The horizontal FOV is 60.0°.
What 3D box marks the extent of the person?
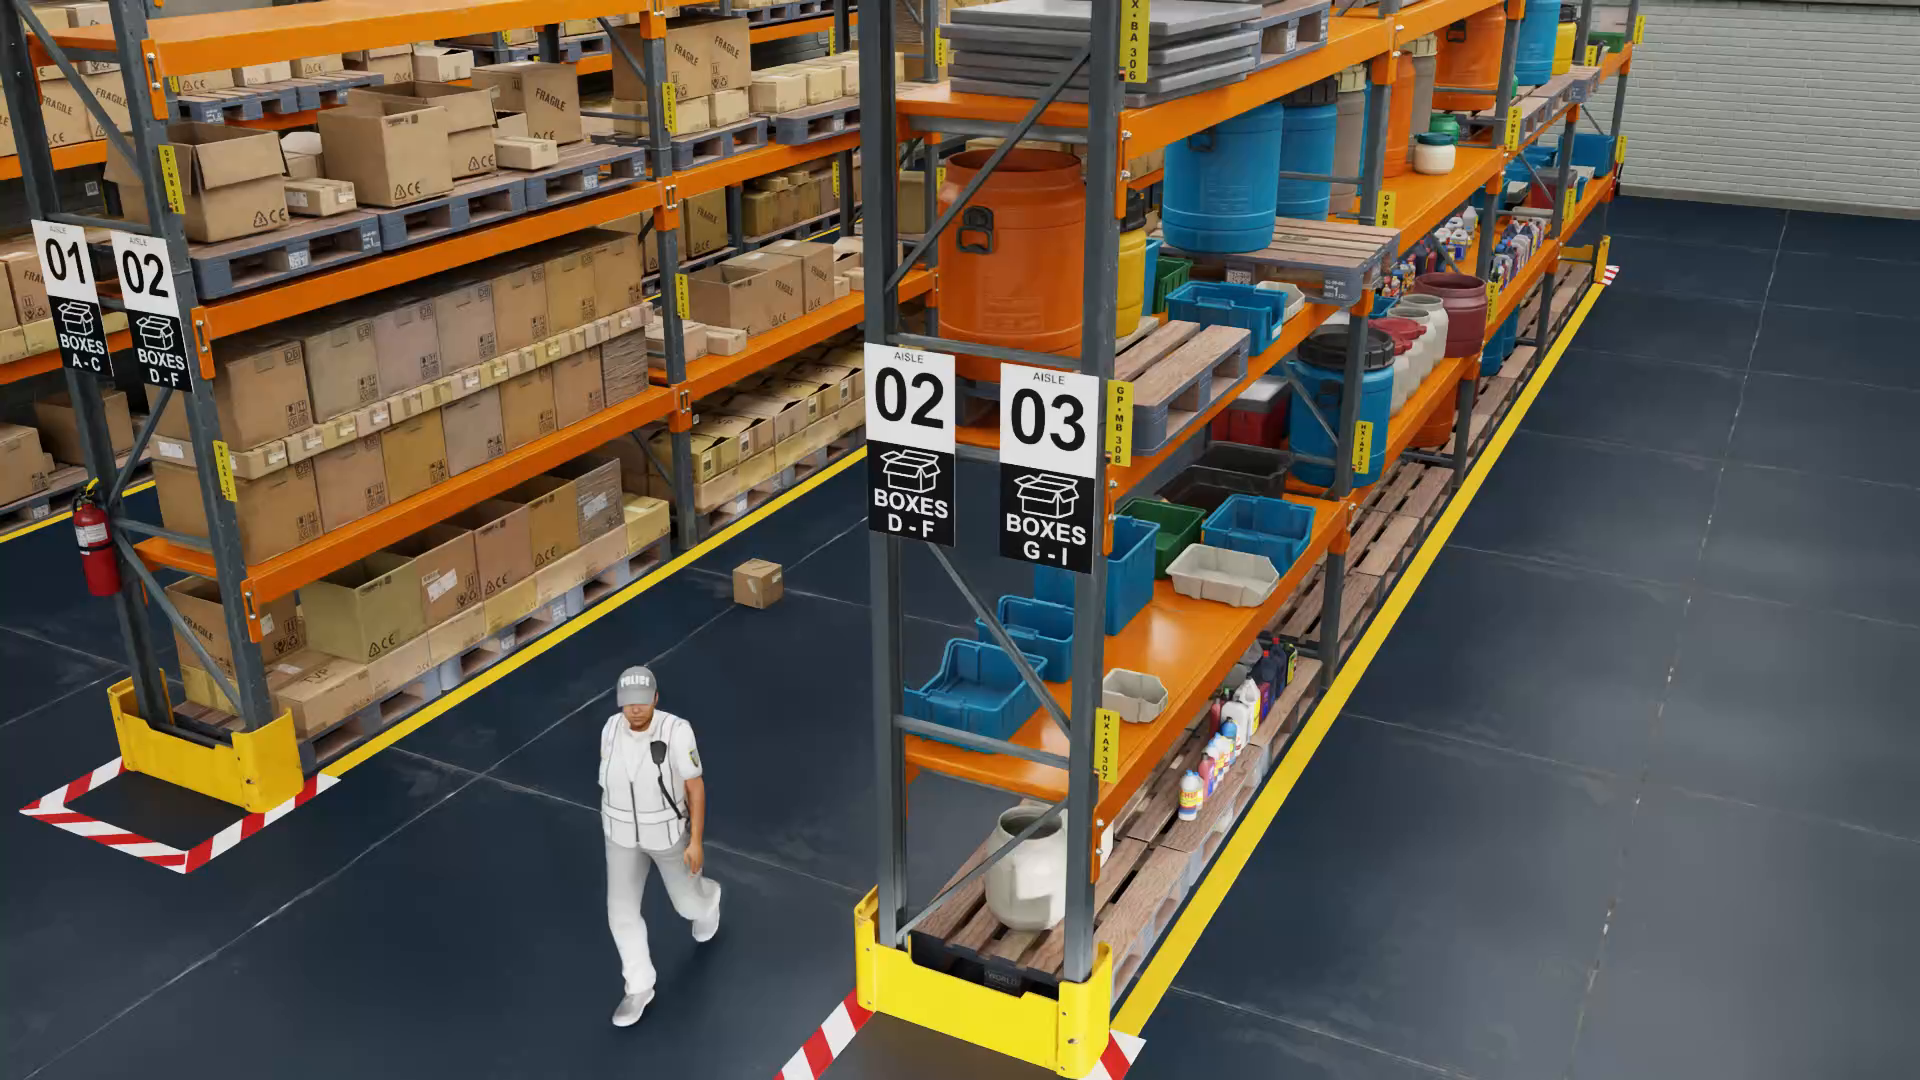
[{"bbox_3d":[-1.381,1.314,7.593,0.490,1.626,0.869,3,23,8],"label":"person"}]
